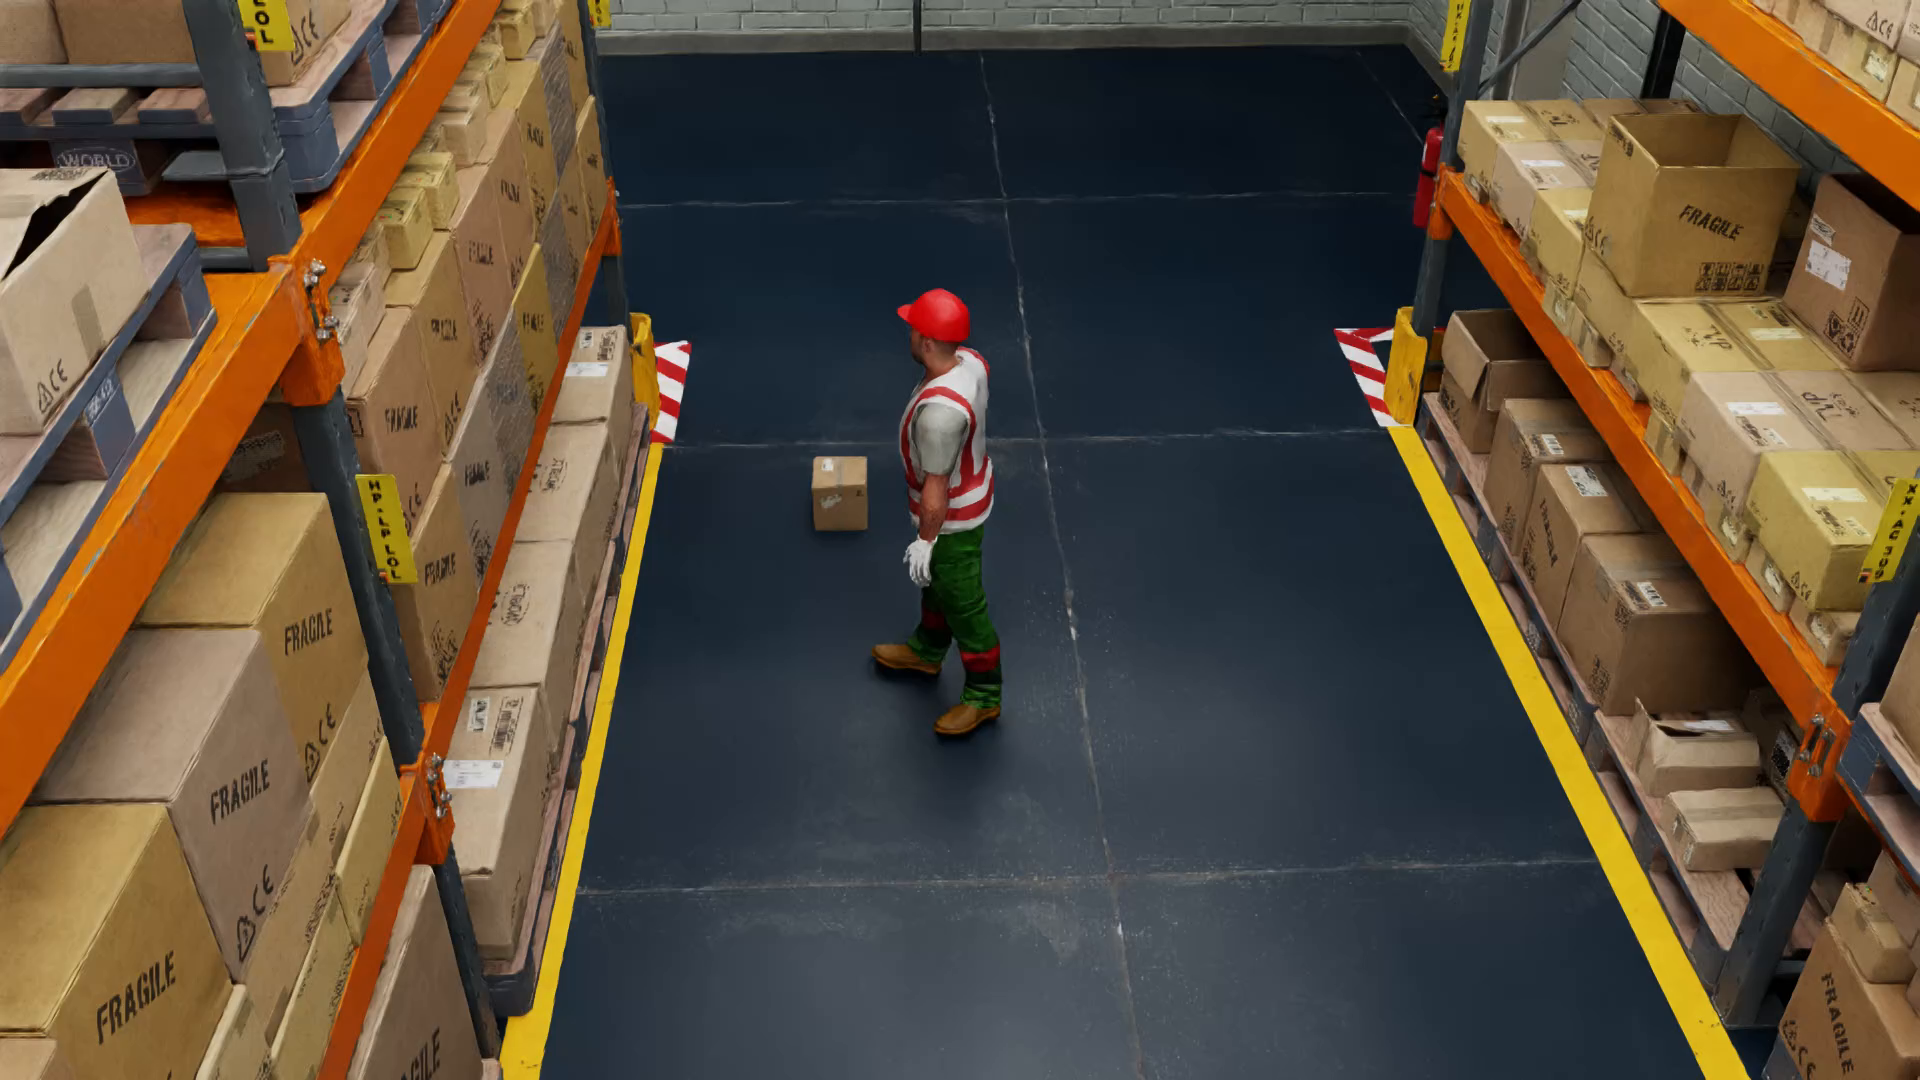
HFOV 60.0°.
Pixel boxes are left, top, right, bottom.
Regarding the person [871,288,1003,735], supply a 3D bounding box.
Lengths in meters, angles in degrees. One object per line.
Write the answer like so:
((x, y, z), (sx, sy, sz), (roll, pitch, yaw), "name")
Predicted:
((-0.098, -0.139, 6.278), (0.577, 1.787, 0.689), (4, 35, 6), "person")
